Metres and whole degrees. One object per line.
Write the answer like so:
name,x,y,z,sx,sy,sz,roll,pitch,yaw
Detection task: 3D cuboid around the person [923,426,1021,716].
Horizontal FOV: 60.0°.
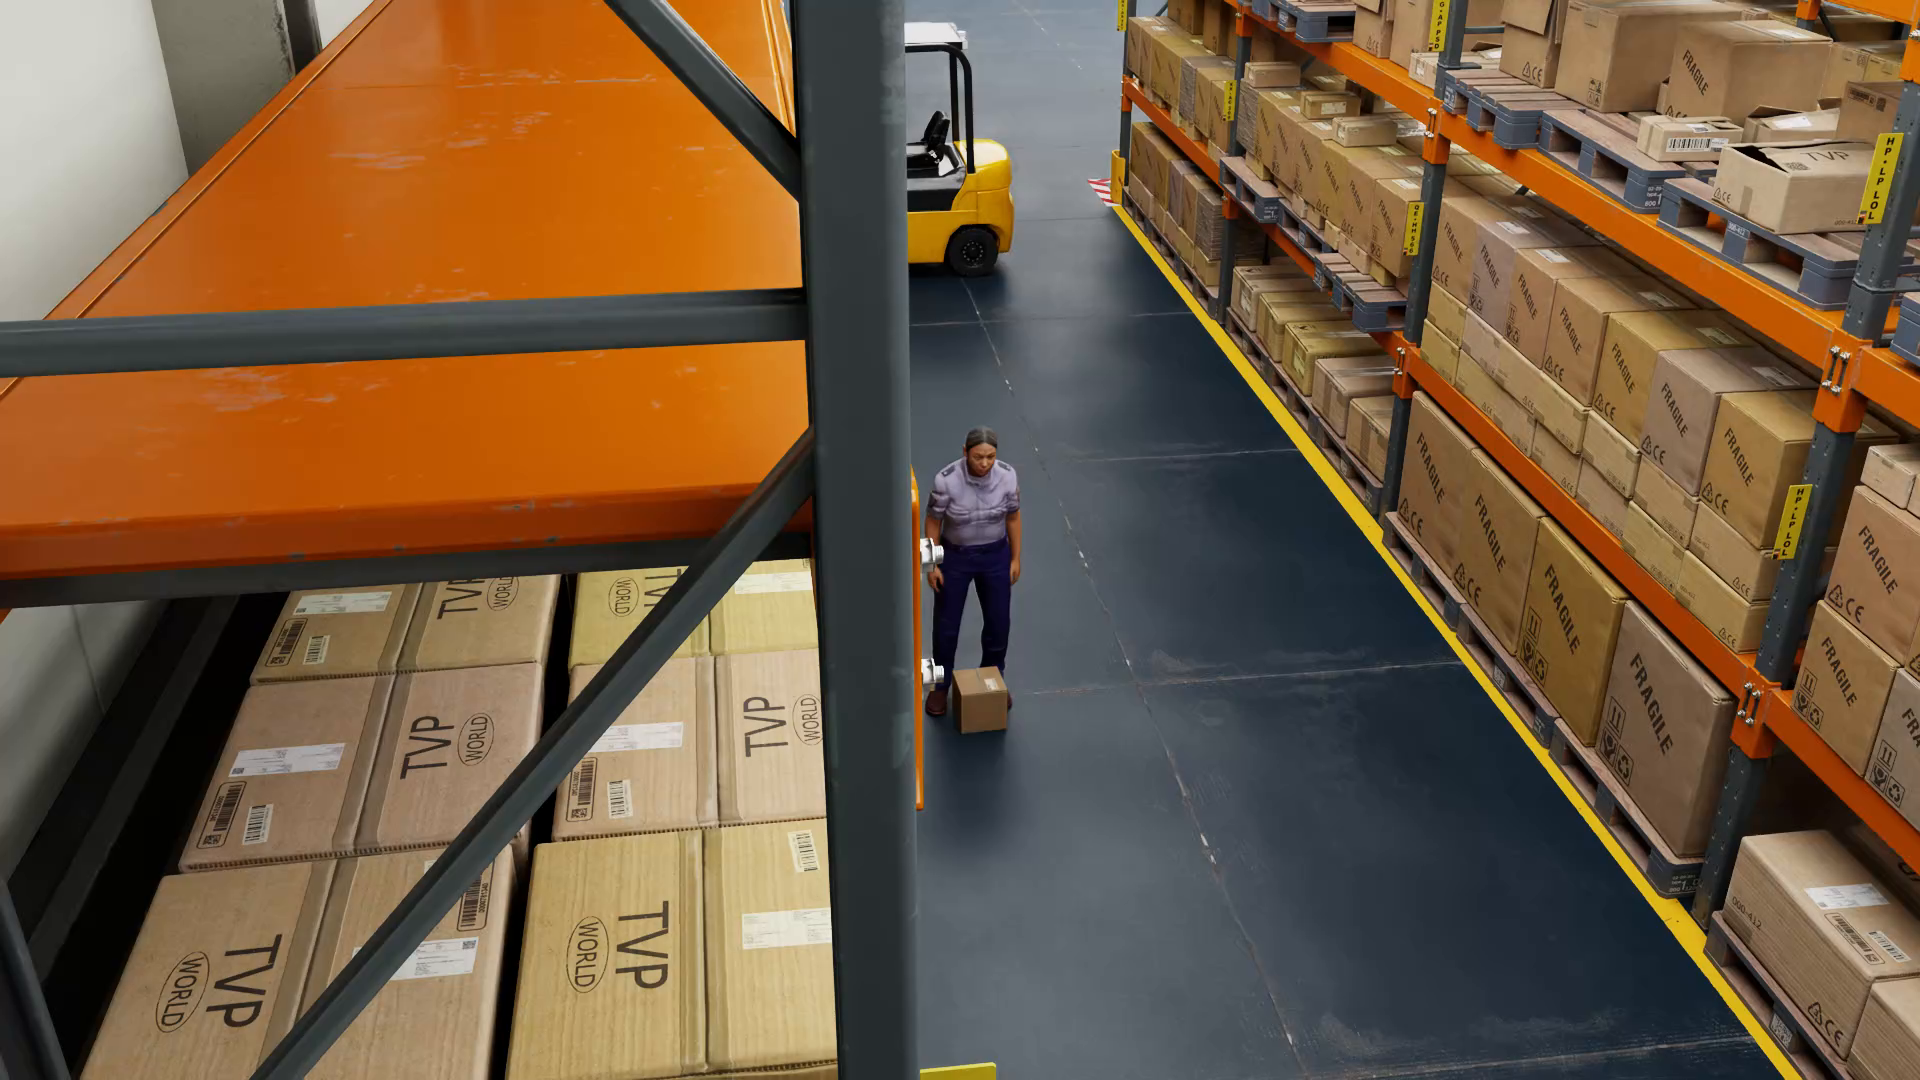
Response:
person,0.062,0.133,8.840,0.537,1.652,0.373,-4,28,-7
